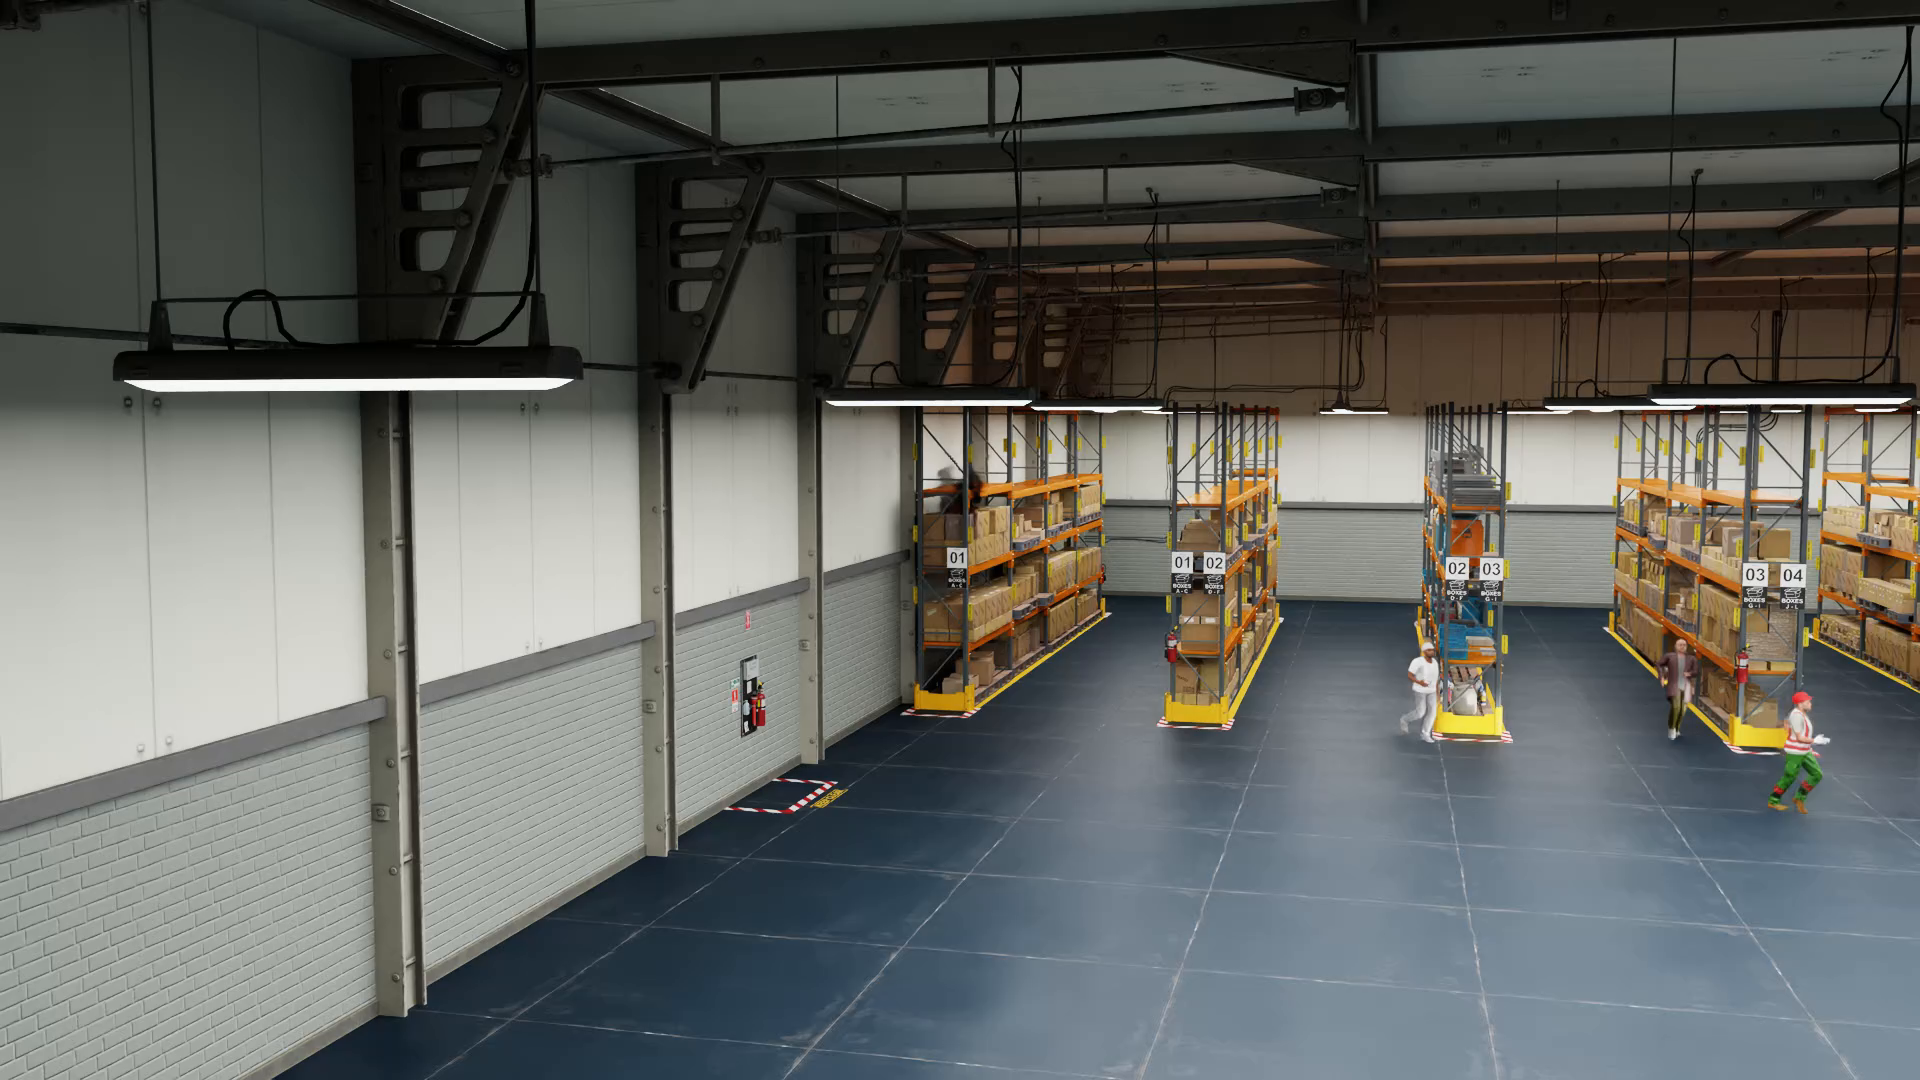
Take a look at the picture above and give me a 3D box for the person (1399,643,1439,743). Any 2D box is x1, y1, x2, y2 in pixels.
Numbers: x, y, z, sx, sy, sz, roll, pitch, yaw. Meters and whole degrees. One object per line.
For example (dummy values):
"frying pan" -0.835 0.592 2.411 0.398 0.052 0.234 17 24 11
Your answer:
"person" 8.229 2.683 29.519 0.713 1.750 0.796 -2 5 -25

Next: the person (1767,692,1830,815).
"person" 12.070 3.067 23.887 0.804 1.797 0.643 4 6 40

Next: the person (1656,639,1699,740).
"person" 12.804 2.663 29.609 0.667 1.787 0.677 1 4 9
